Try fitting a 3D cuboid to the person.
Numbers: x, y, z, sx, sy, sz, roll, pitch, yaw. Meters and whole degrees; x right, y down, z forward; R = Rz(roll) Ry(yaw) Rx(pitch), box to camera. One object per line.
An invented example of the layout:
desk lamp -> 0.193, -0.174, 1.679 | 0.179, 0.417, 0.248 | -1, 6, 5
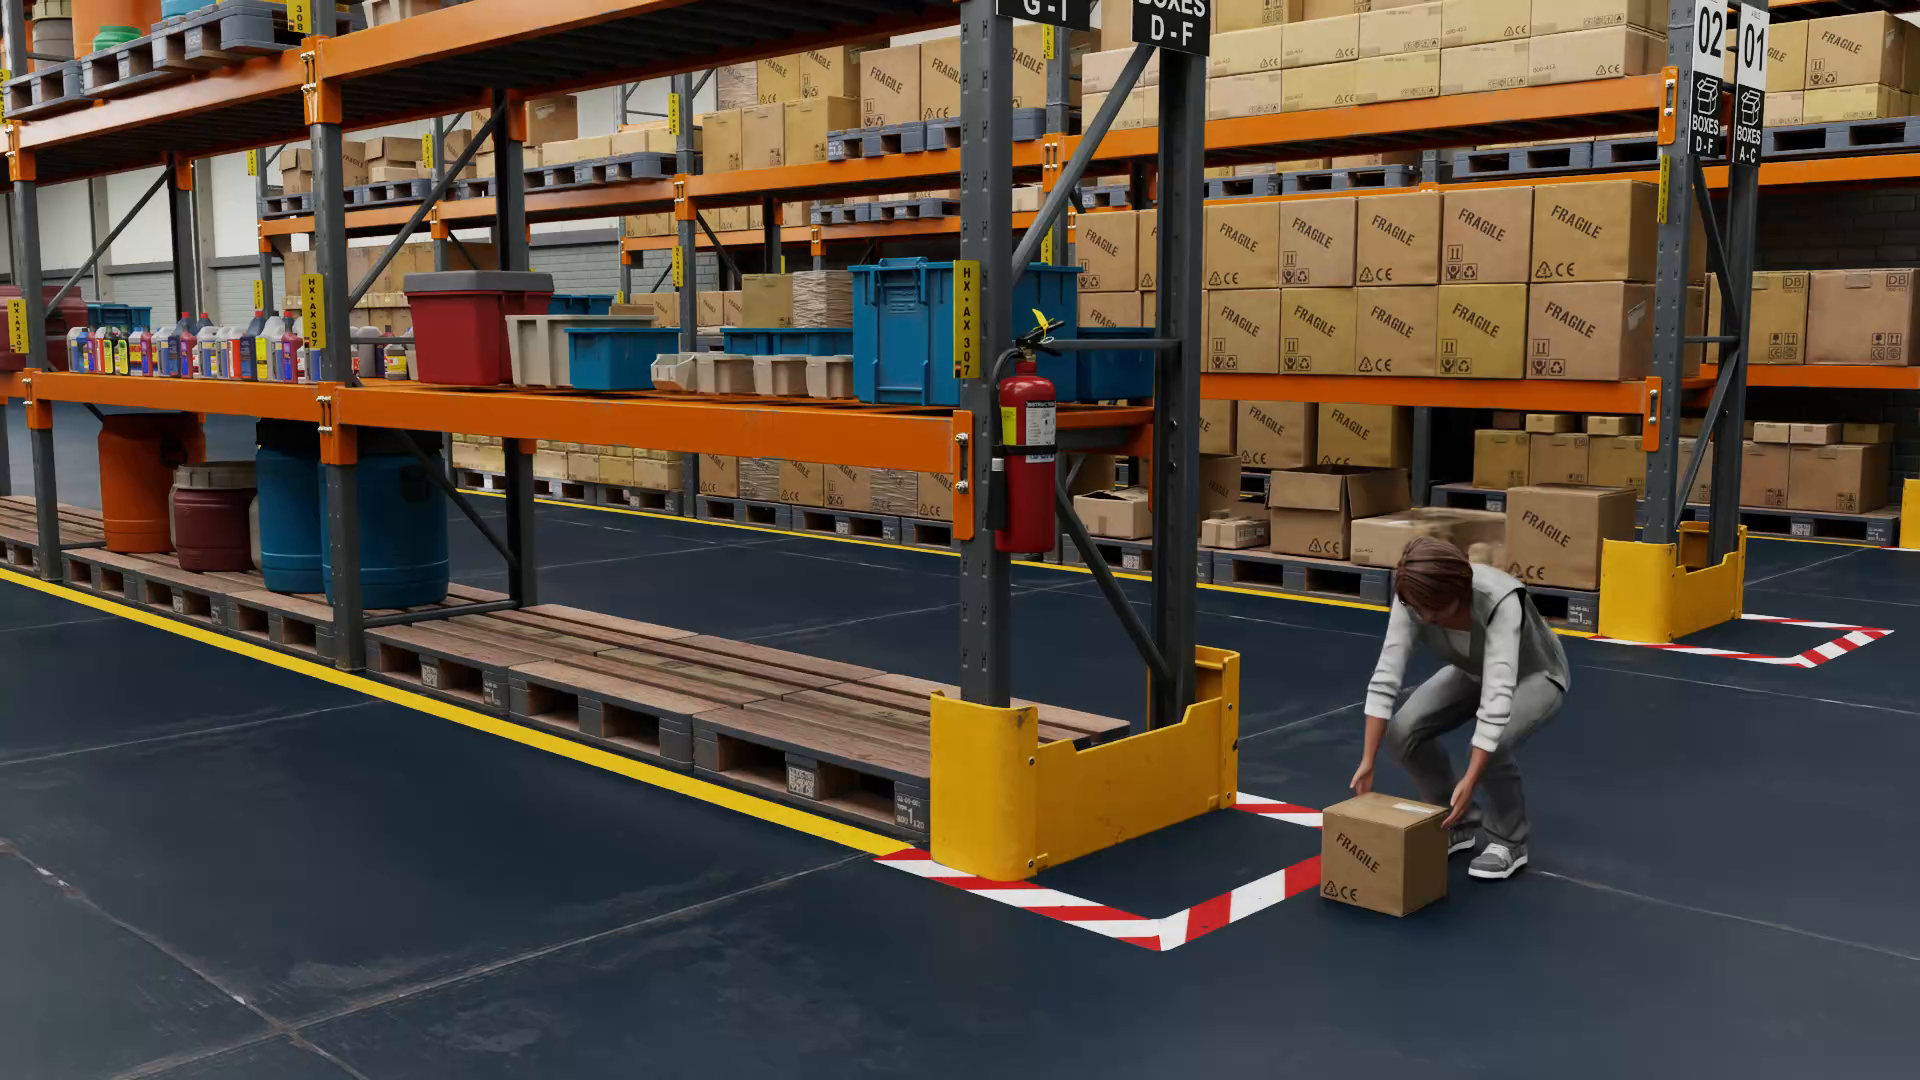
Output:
person -> 1.467, 0.470, 4.762 | 0.763, 0.986, 0.456 | -6, 9, -40
